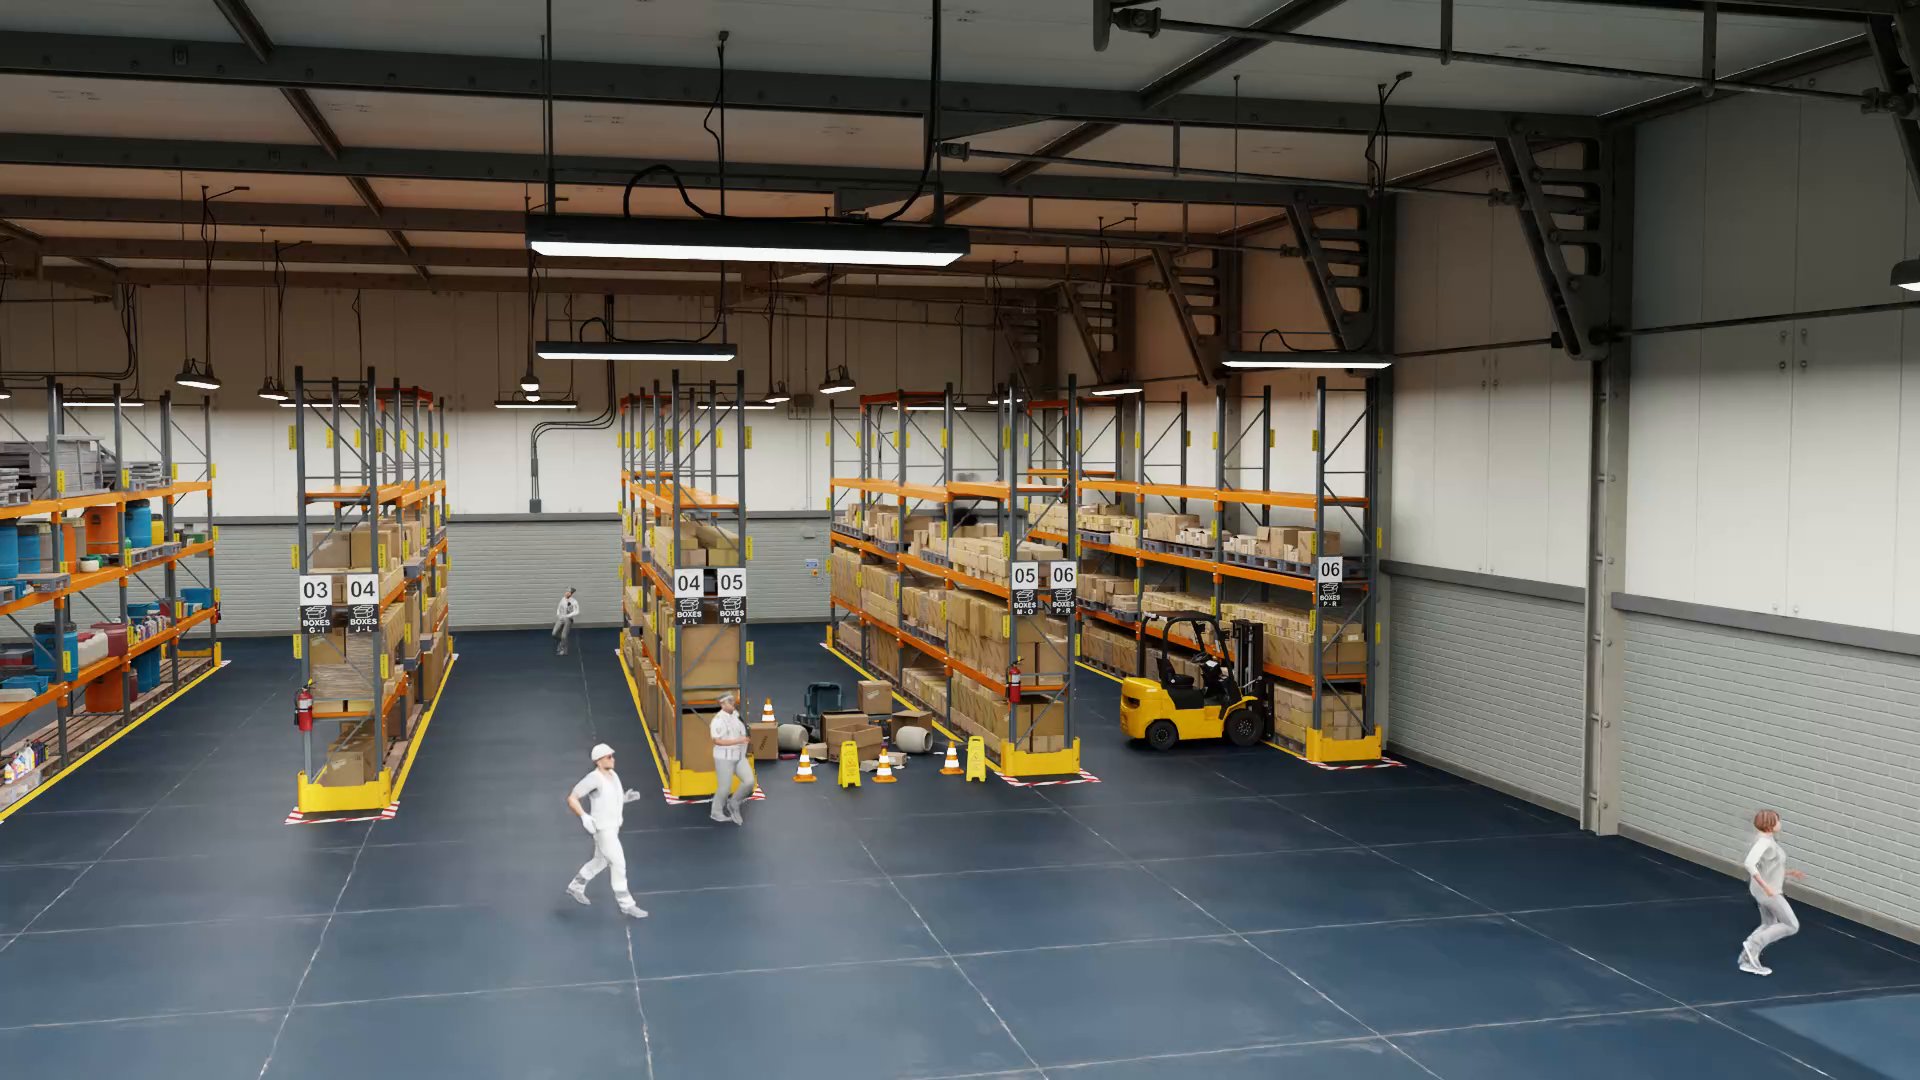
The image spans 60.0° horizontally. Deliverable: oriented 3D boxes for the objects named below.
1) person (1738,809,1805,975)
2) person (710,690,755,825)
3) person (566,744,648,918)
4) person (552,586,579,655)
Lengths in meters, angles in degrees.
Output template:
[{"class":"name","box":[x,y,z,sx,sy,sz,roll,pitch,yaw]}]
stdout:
[{"class":"person","box":[7.574,3.302,15.504,0.549,1.538,0.522,1,4,21]},{"class":"person","box":[-2.983,2.833,21.618,0.682,1.788,0.640,3,4,37]},{"class":"person","box":[-3.723,3.031,17.466,0.981,1.785,0.650,1,3,12]},{"class":"person","box":[-9.162,1.881,38.703,0.671,1.634,0.515,1,4,23]}]
